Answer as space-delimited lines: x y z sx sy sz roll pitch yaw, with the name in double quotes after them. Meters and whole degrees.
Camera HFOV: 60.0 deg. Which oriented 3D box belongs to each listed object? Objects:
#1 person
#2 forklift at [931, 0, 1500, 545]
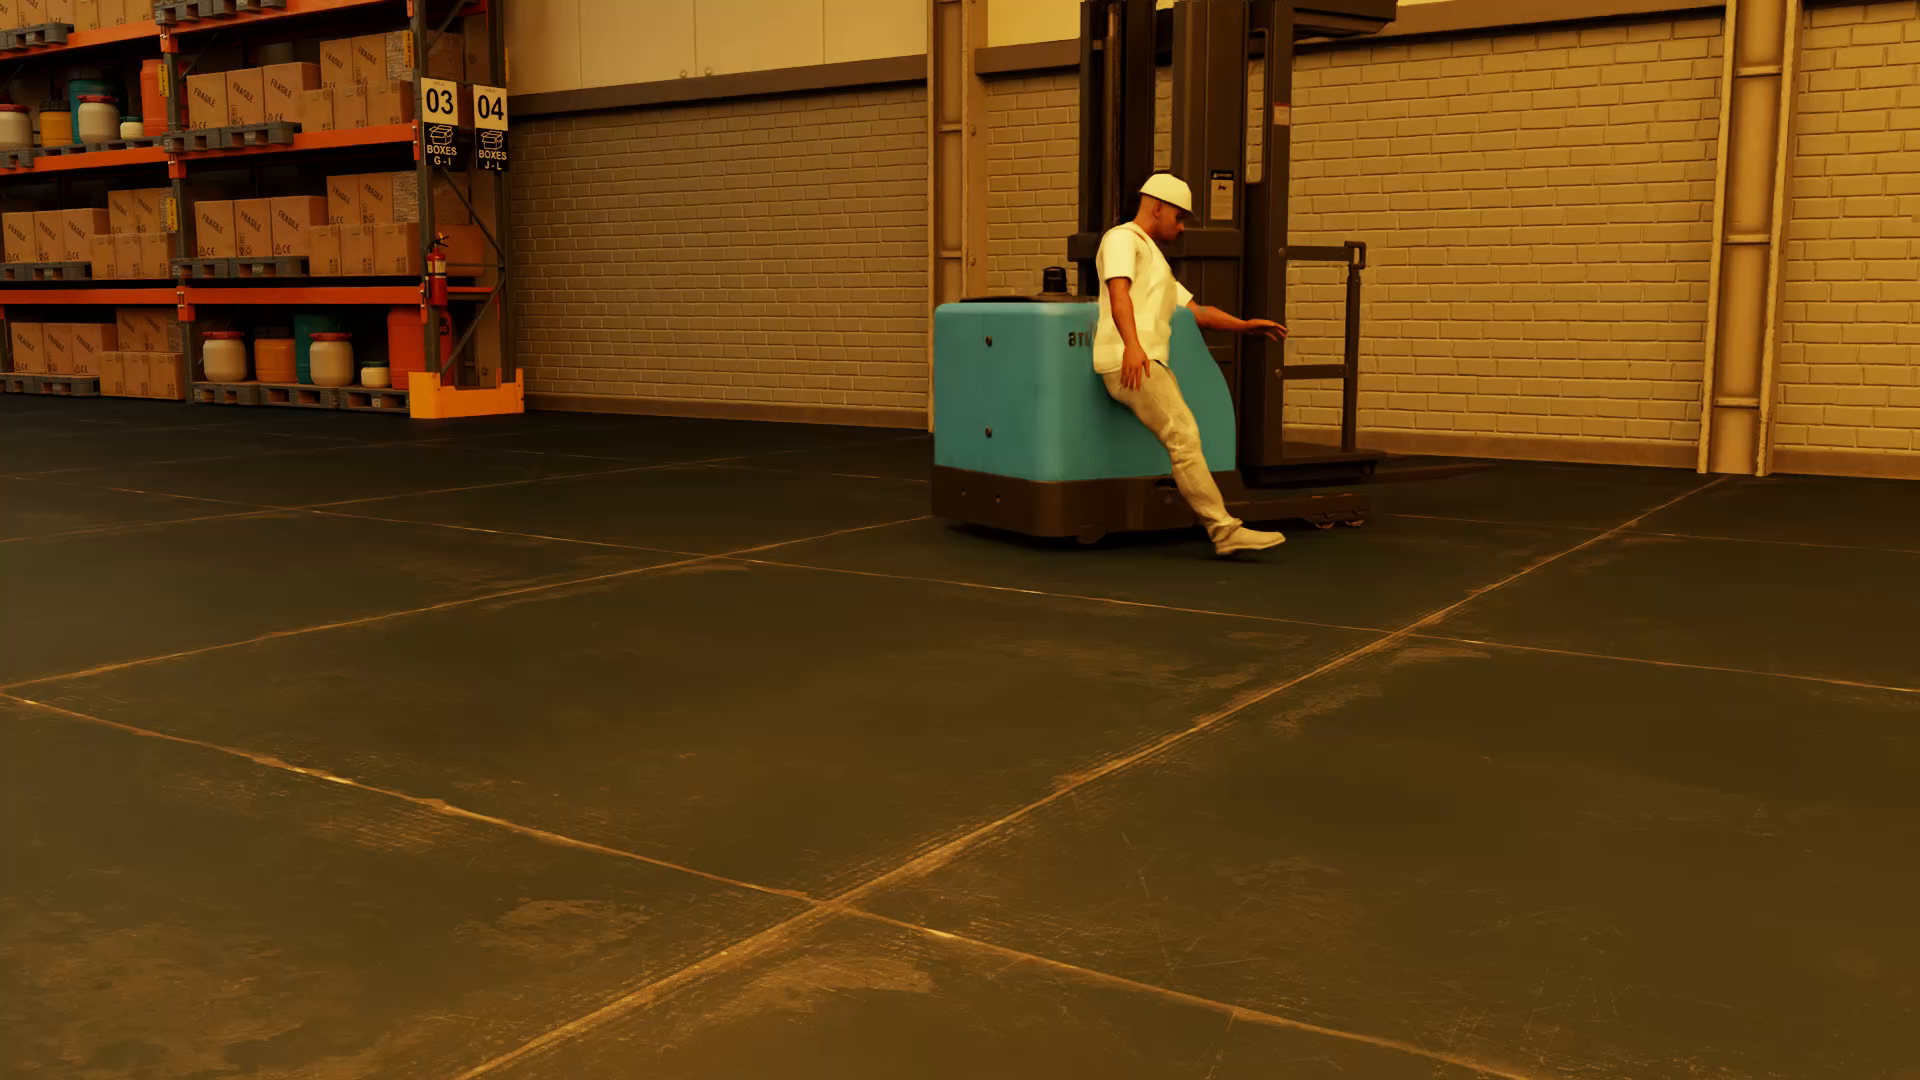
0.975 -0.775 7.217 0.963 1.614 0.943 2 8 16 "person"
1.392 -1.558 8.149 3.031 2.935 1.130 -5 9 -31 "forklift"
